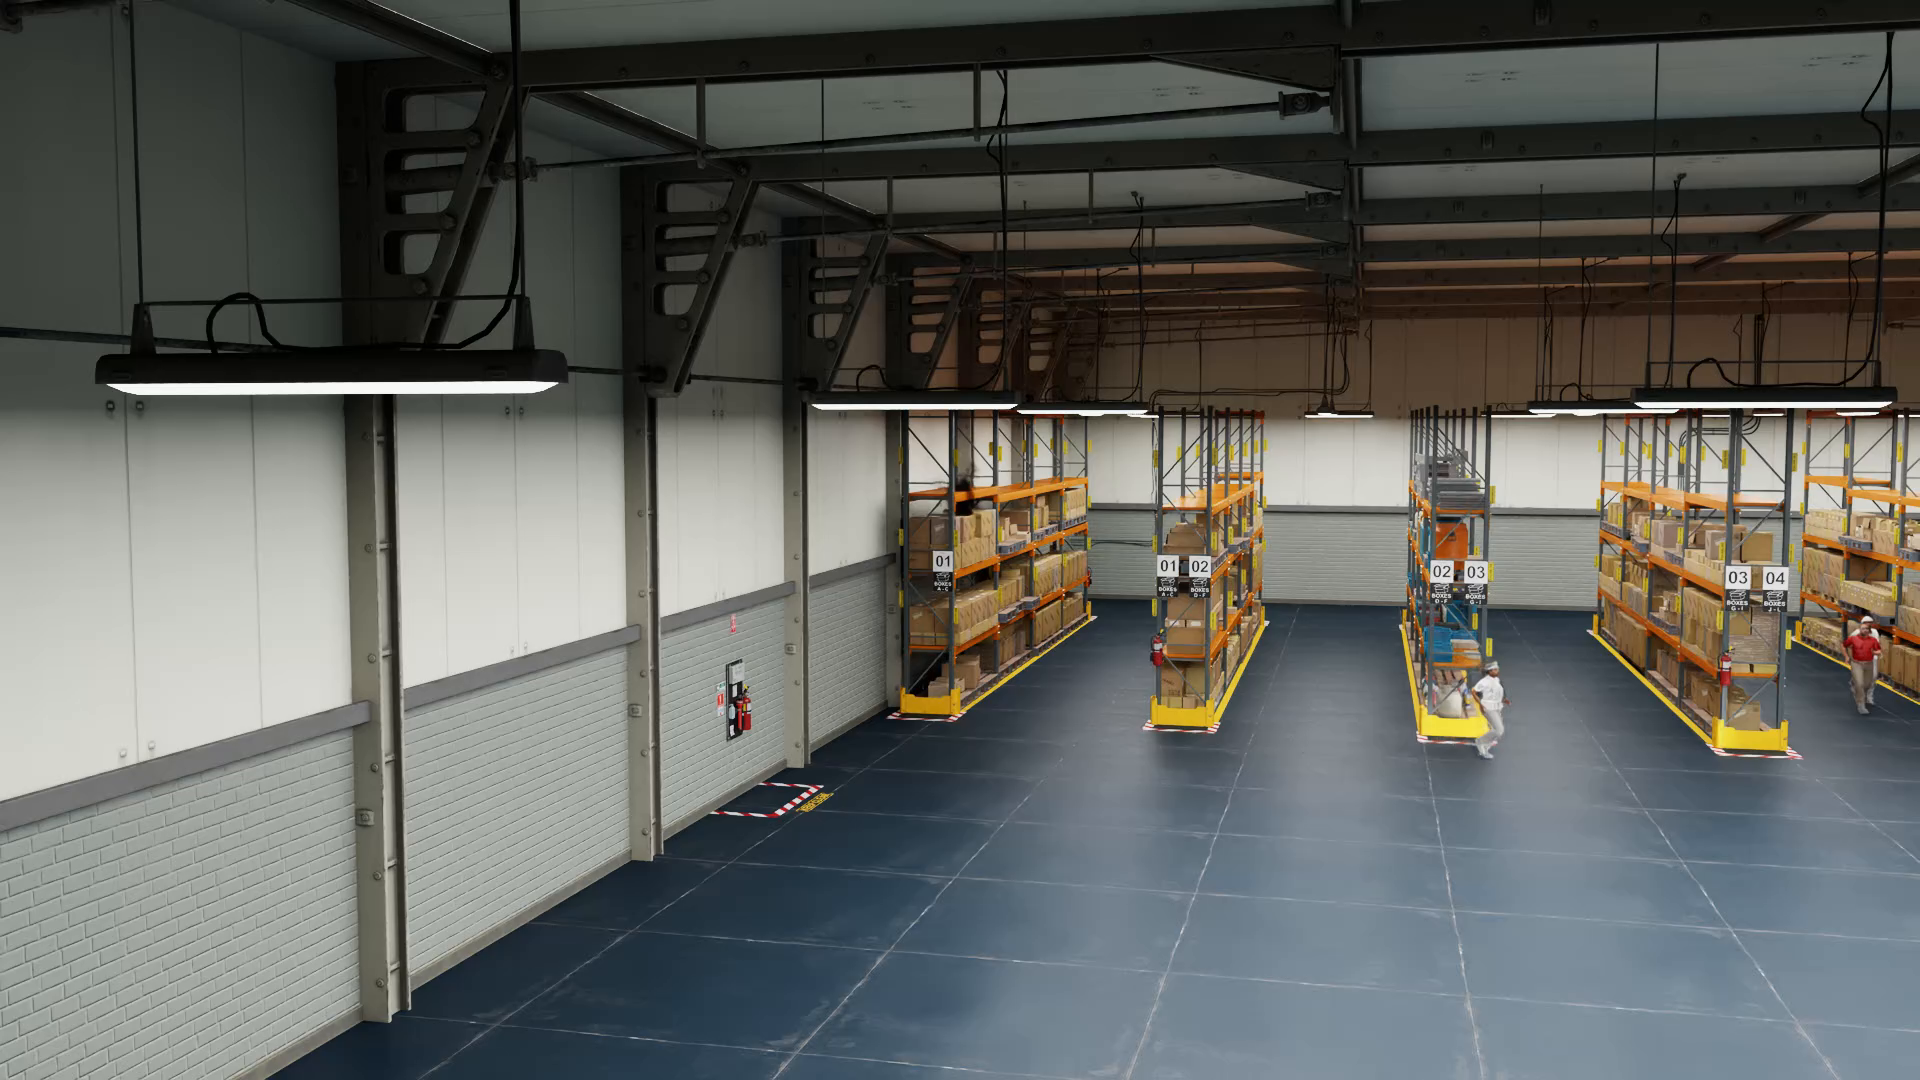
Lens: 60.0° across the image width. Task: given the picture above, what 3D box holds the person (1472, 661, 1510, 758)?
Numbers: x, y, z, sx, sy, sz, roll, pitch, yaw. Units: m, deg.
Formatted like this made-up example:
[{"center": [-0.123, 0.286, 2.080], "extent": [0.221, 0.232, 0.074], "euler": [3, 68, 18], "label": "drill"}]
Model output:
[{"center": [9.037, 2.874, 28.143], "extent": [0.565, 1.661, 0.561], "euler": [-4, 5, -41], "label": "person"}]

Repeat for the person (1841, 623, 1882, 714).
[{"center": [17.719, 2.495, 32.656], "extent": [0.660, 1.718, 0.988], "euler": [1, 4, 7], "label": "person"}]

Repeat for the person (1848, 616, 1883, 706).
[{"center": [18.386, 2.427, 33.785], "extent": [0.666, 1.769, 0.888], "euler": [0, 4, 7], "label": "person"}]
